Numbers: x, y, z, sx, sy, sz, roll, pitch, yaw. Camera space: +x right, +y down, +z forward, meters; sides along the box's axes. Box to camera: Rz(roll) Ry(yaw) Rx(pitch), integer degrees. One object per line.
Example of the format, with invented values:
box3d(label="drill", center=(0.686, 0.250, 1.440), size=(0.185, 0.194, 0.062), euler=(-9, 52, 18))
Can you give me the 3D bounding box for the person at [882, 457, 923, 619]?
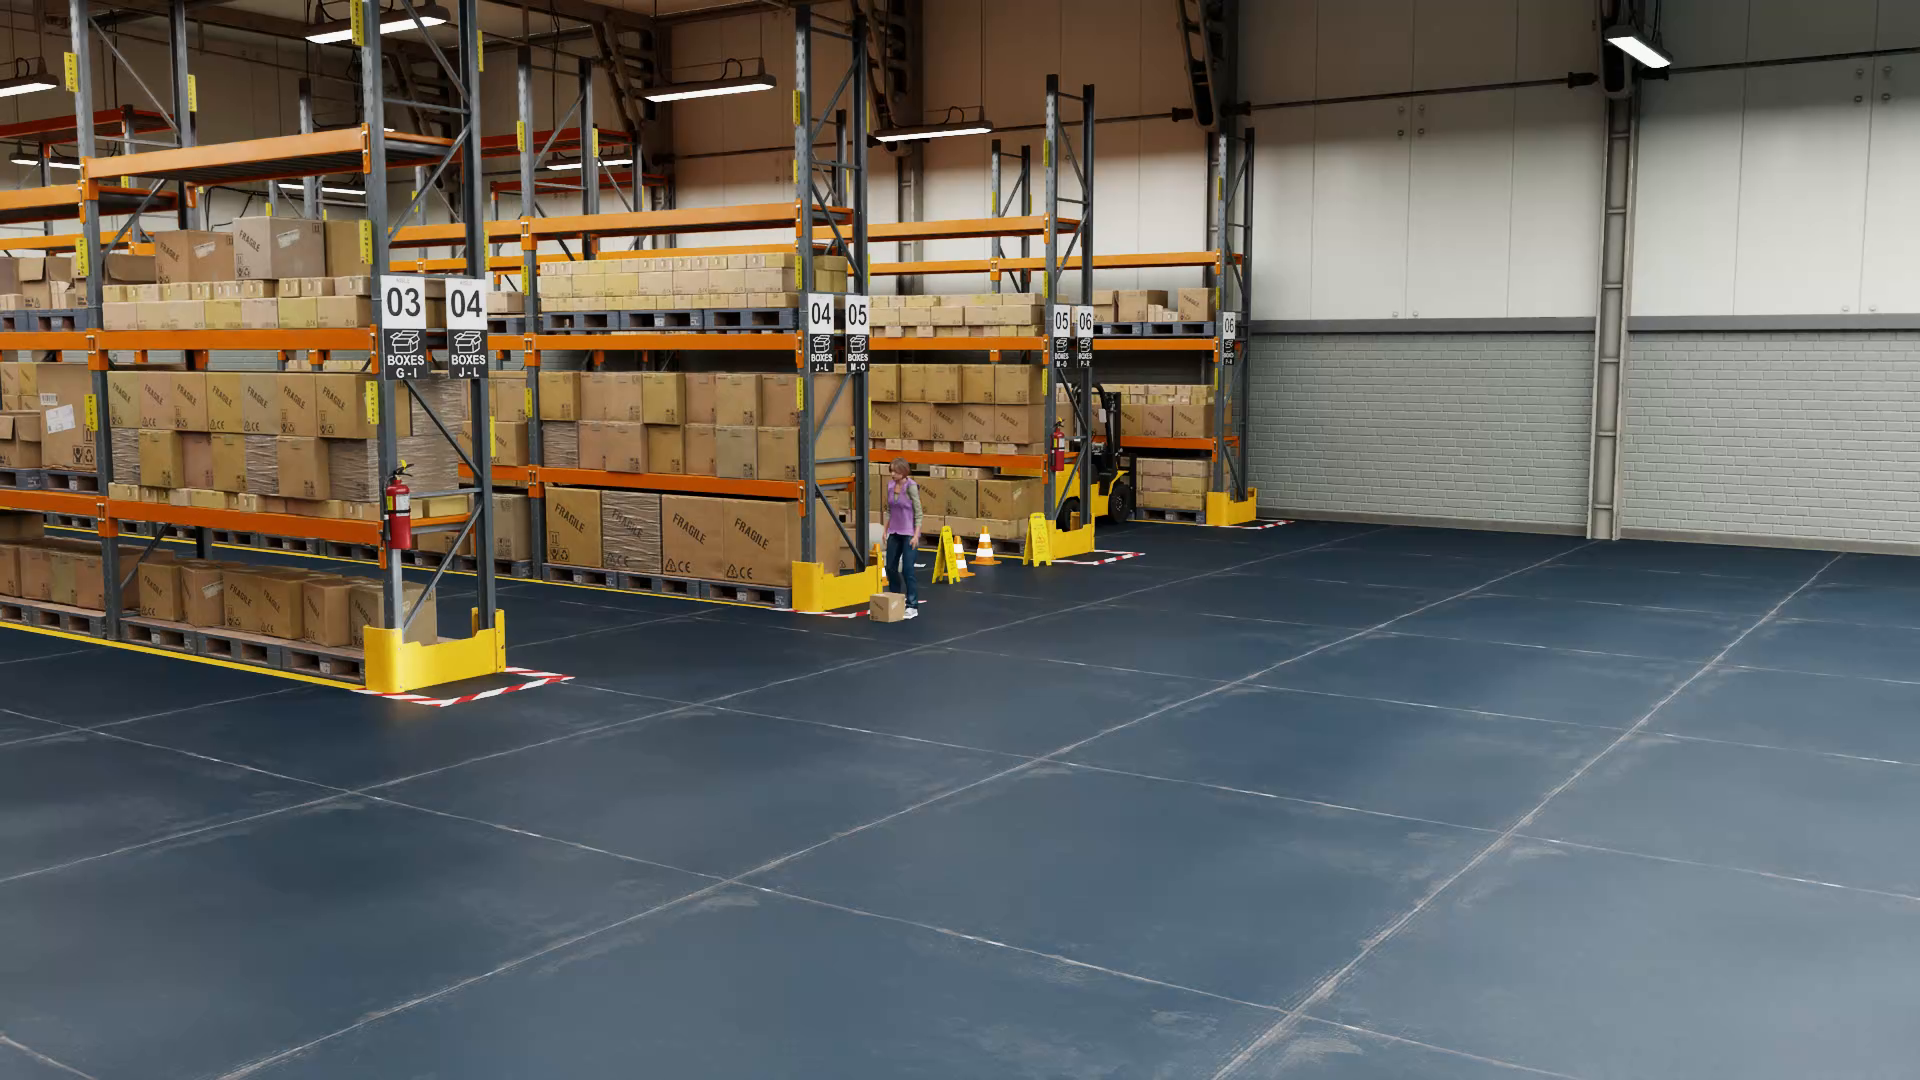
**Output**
box3d(label="person", center=(-0.569, -0.029, 16.455), size=(0.459, 1.593, 0.346), euler=(5, 8, 39))
